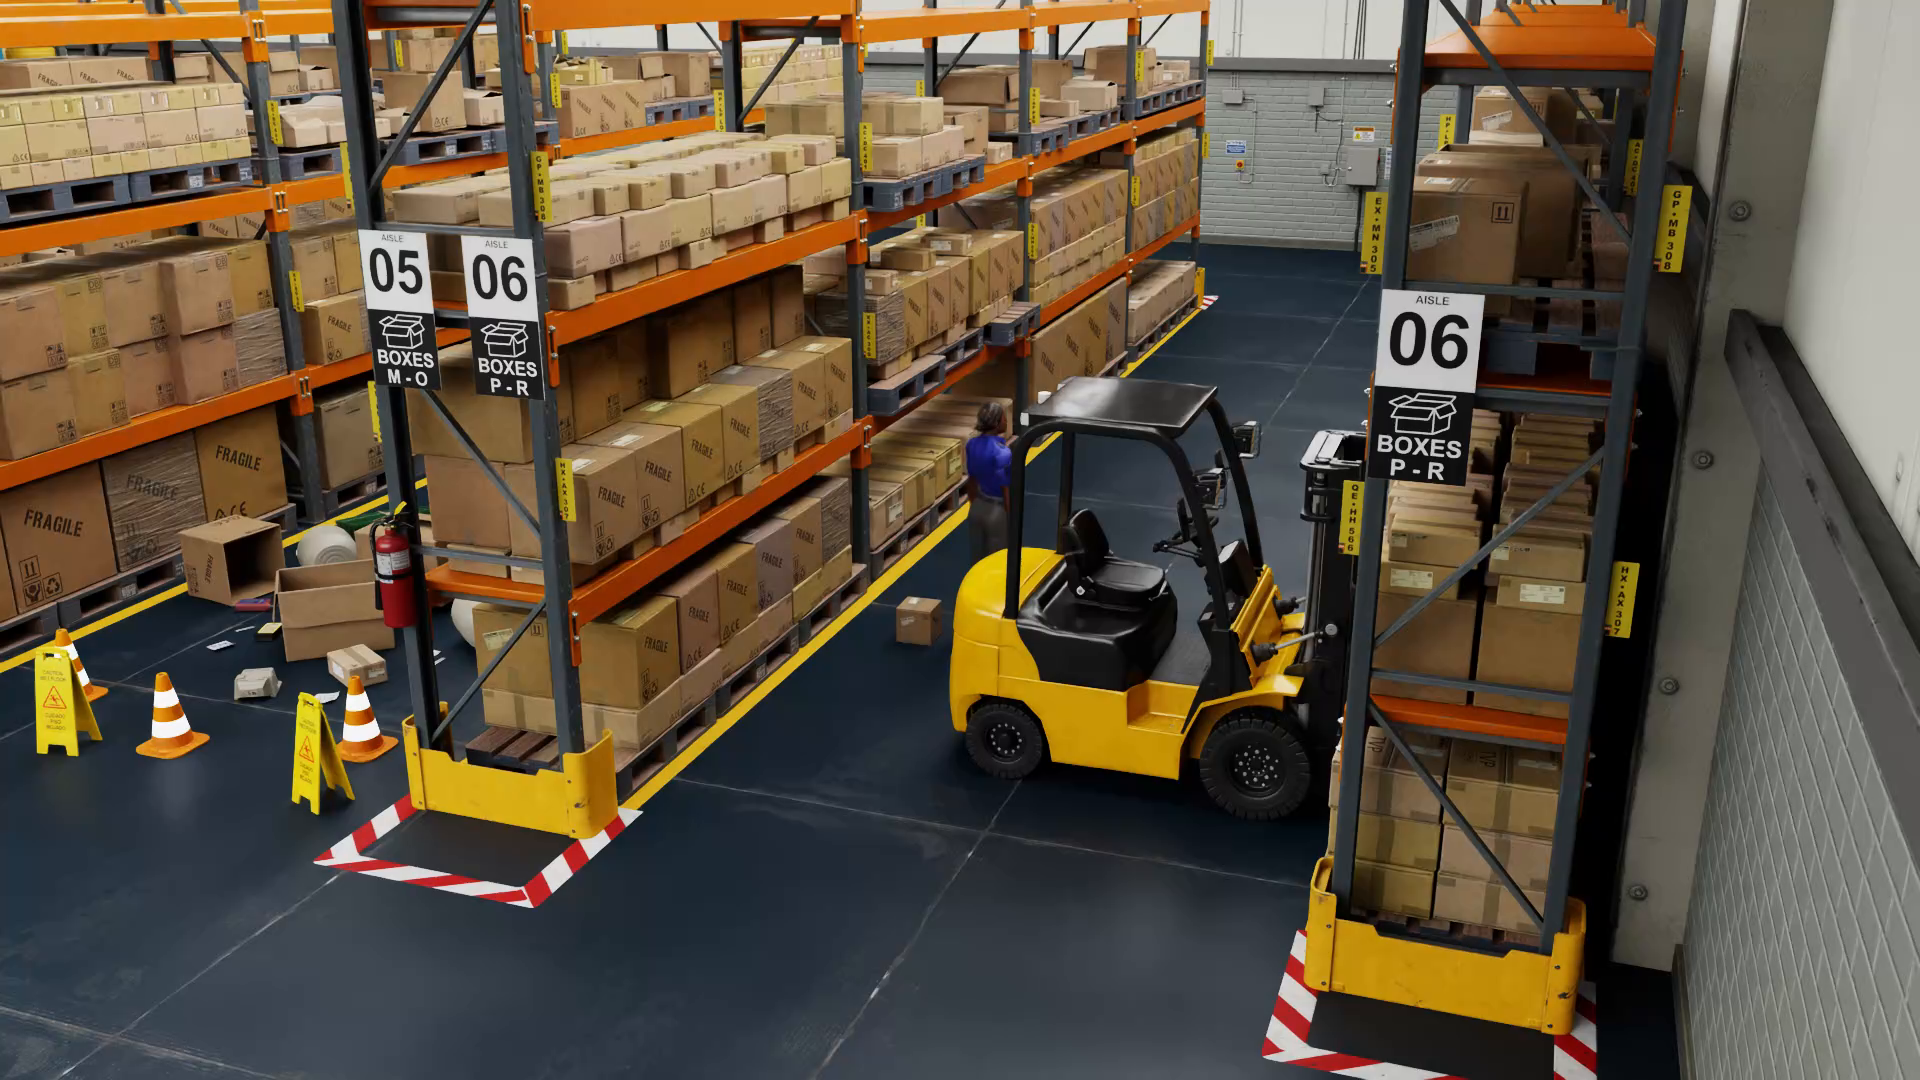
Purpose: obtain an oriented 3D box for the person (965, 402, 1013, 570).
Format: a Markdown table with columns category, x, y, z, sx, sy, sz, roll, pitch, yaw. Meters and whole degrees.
| category | x | y | z | sx | sy | sz | roll | pitch | yaw |
| --- | --- | --- | --- | --- | --- | --- | --- | --- | --- |
| person | 0.243 | -0.137 | 11.423 | 0.297 | 1.658 | 0.507 | -14 | 24 | -36 |
